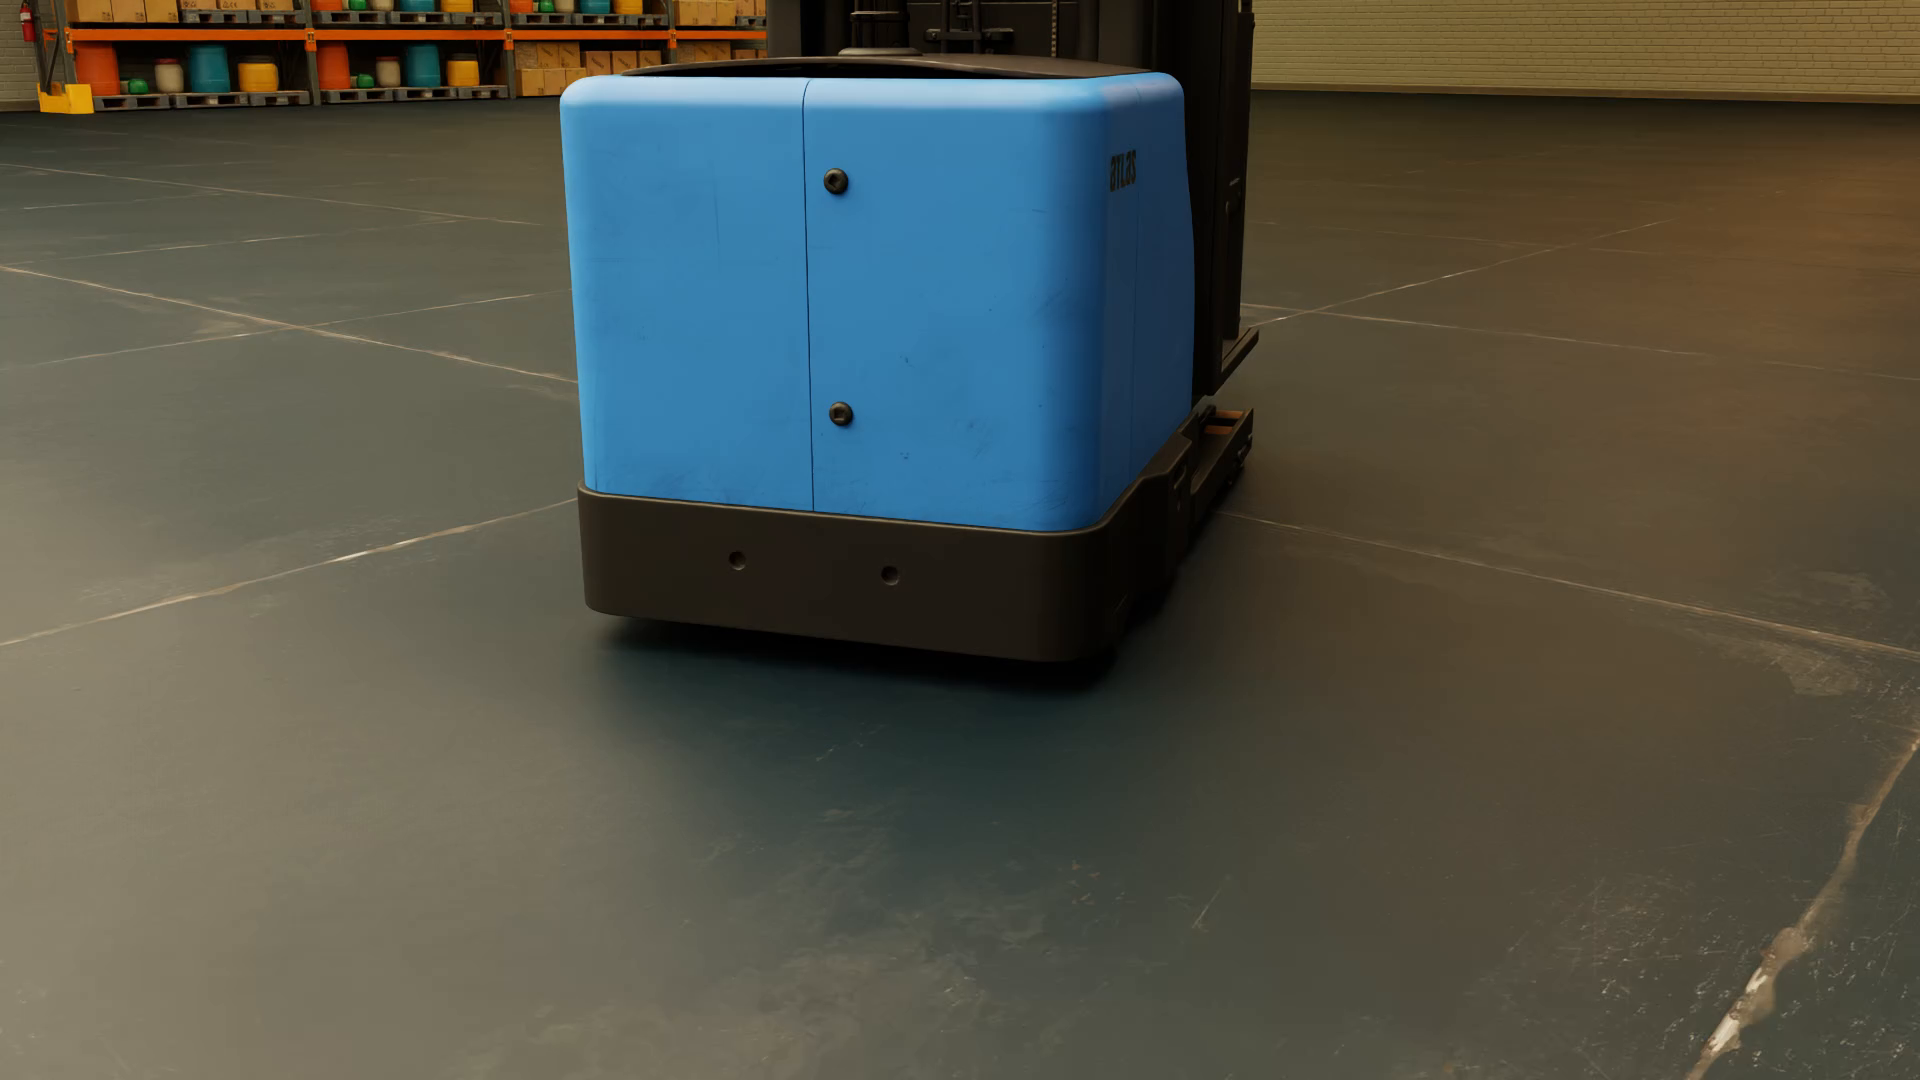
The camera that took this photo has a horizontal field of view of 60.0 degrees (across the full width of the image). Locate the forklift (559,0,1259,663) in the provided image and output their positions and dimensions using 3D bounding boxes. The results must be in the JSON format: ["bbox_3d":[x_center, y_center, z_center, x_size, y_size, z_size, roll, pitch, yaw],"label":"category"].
[{"bbox_3d":[0.182,-1.571,4.072,1.130,2.935,3.031,5,18,17],"label":"forklift"}]
